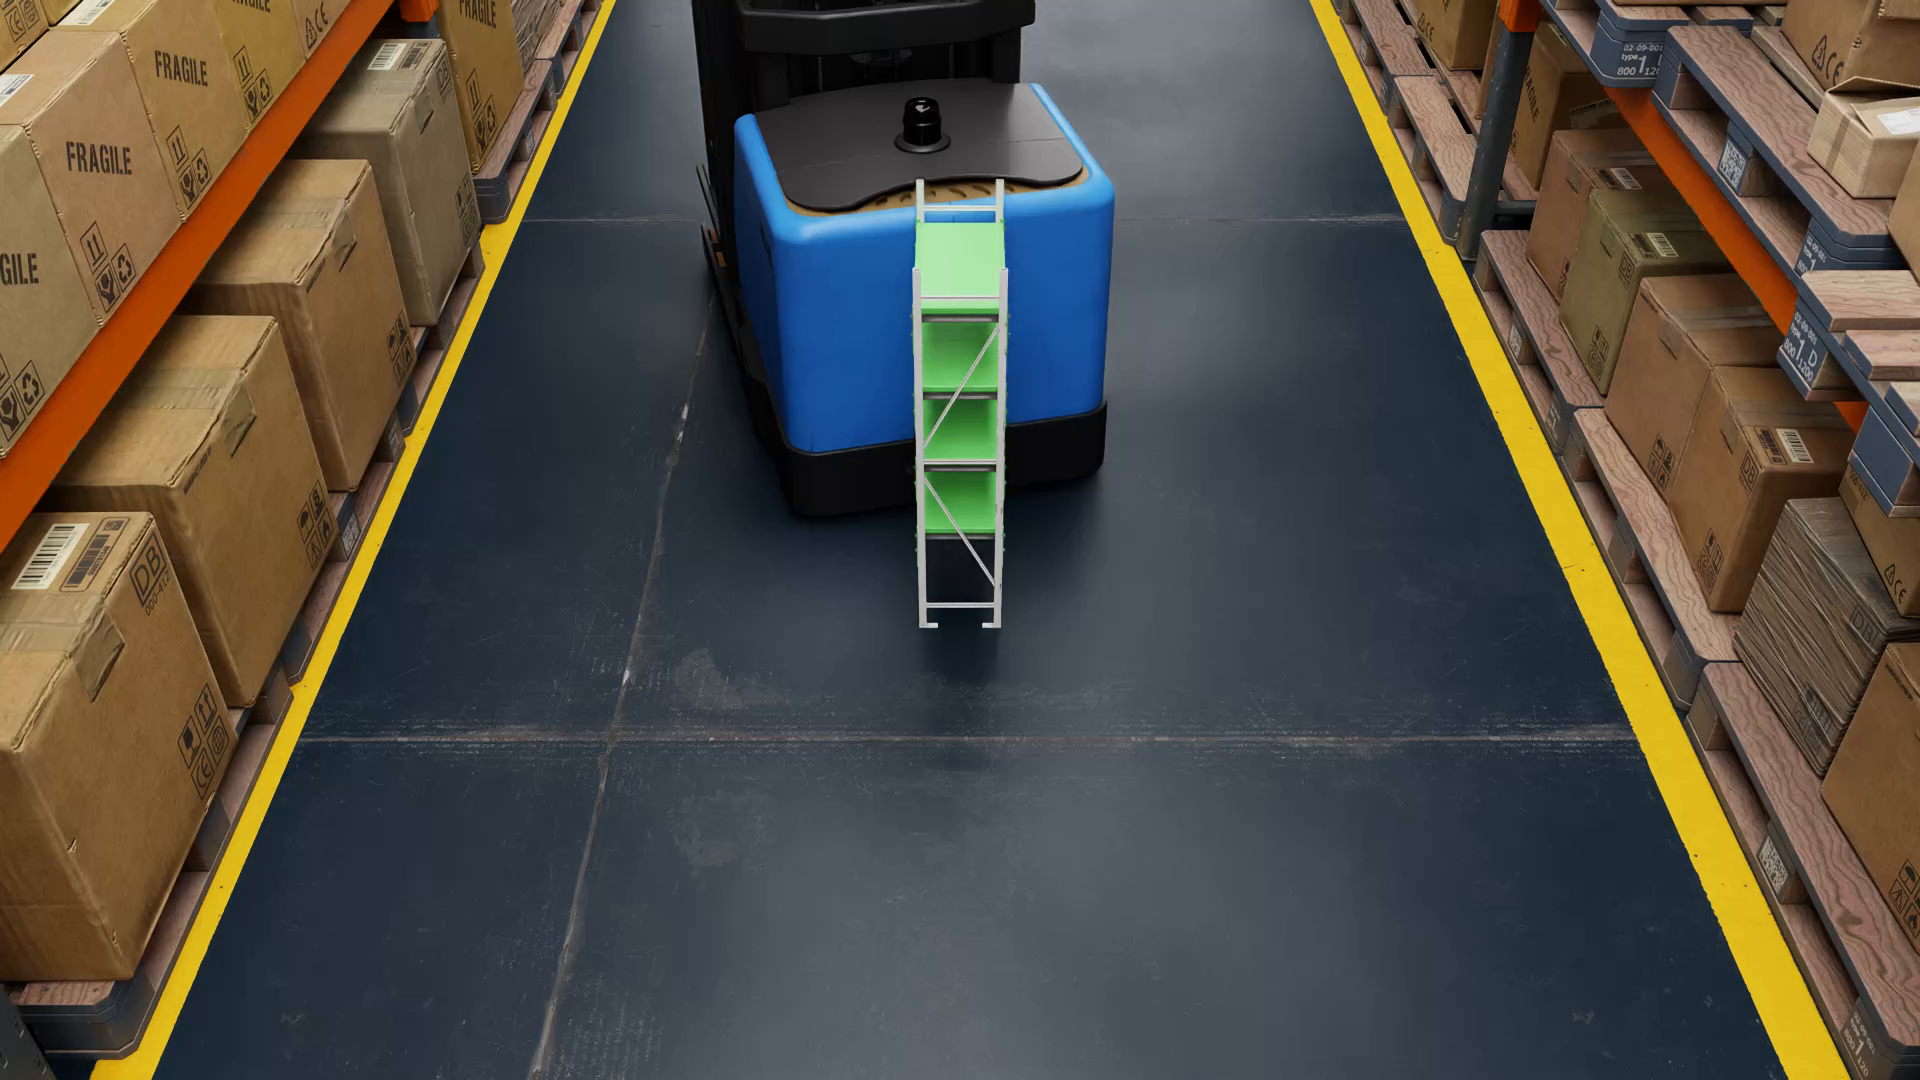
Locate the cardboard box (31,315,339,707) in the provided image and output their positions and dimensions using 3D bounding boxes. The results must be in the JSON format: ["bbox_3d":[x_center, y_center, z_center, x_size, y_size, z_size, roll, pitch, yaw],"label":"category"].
[{"bbox_3d":[-2.369,-0.086,4.422,1.050,0.750,0.750,1,39,1],"label":"cardboard box"}]

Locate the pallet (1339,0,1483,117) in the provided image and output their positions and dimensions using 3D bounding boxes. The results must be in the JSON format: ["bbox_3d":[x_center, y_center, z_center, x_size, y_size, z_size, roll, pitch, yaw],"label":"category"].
[{"bbox_3d":[2.461,-2.411,8.090,1.003,0.211,1.213,0,39,0],"label":"pallet"}]

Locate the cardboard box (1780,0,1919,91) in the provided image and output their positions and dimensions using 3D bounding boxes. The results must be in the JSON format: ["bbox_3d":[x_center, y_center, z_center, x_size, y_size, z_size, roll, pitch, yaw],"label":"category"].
[{"bbox_3d":[2.596,-1.434,4.223,0.797,0.503,0.637,4,39,5],"label":"cardboard box"}]

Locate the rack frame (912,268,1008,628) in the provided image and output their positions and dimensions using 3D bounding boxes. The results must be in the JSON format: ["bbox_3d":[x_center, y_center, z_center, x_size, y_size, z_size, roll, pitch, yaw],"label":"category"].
[{"bbox_3d":[0.000,-0.212,4.555,0.240,1.200,0.015,0,39,0],"label":"rack frame"}]

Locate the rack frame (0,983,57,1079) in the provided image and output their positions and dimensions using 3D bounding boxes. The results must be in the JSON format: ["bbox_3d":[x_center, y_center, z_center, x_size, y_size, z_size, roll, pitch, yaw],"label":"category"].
[{"bbox_3d":[-2.451,0.128,2.692,0.949,2.616,0.053,0,39,0],"label":"rack frame"}]

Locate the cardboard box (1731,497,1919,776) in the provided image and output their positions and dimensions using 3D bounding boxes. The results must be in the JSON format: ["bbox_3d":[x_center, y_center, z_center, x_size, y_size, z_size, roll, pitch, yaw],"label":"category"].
[{"bbox_3d":[2.472,0.225,4.217,0.700,0.500,0.500,-3,39,-4],"label":"cardboard box"}]

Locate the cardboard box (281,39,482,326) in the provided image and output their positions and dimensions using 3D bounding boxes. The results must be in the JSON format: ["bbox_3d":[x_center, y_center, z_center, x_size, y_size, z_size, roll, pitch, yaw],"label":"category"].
[{"bbox_3d":[-2.368,-1.272,5.901,1.050,0.750,0.750,0,39,0],"label":"cardboard box"}]

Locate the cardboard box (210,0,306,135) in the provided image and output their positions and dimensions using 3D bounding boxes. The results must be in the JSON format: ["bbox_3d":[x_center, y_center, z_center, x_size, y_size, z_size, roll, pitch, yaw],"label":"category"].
[{"bbox_3d":[-2.190,-1.455,4.587,0.500,0.500,0.500,0,39,0],"label":"cardboard box"}]

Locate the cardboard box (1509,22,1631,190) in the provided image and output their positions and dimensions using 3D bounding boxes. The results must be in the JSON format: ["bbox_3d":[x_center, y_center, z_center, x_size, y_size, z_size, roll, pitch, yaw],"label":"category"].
[{"bbox_3d":[2.541,-1.753,6.702,0.500,0.500,0.500,-1,39,-1],"label":"cardboard box"}]

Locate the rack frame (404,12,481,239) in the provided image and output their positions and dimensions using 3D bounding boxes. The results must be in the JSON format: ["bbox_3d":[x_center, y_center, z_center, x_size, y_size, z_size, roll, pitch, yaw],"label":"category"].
[{"bbox_3d":[-2.459,-2.374,5.813,1.000,3.000,0.127,0,39,0],"label":"rack frame"}]

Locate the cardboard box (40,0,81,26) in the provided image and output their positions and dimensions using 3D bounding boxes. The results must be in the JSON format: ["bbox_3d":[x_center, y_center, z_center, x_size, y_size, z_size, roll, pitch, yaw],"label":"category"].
[{"bbox_3d":[-2.450,-1.539,3.892,0.700,0.500,0.500,0,39,0],"label":"cardboard box"}]

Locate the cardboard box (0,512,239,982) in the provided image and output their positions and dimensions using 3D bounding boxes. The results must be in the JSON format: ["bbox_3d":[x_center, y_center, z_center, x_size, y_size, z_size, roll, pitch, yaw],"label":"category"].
[{"bbox_3d":[-2.365,0.461,3.740,1.050,0.750,0.750,-1,39,-1],"label":"cardboard box"}]

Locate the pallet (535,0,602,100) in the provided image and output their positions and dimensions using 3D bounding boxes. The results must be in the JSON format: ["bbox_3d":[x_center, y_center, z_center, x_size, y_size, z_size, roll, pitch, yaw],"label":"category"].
[{"bbox_3d":[-2.386,-2.526,8.233,1.003,0.211,1.213,0,39,0],"label":"pallet"}]

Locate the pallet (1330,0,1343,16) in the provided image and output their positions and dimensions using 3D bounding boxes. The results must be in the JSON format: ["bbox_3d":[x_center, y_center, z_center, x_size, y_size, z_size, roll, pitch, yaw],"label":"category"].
[{"bbox_3d":[2.462,-3.172,9.039,1.003,0.211,1.213,0,39,0],"label":"pallet"}]

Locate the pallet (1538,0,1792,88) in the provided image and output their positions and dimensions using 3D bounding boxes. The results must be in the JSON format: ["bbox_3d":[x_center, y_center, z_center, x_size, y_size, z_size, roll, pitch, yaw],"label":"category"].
[{"bbox_3d":[2.357,-1.761,5.202,1.003,0.211,1.213,0,39,0],"label":"pallet"}]

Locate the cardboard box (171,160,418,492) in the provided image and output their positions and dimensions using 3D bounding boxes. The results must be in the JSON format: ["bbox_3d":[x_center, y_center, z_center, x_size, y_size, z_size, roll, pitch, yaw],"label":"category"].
[{"bbox_3d":[-2.371,-0.668,5.149,1.050,0.750,0.750,0,39,0],"label":"cardboard box"}]

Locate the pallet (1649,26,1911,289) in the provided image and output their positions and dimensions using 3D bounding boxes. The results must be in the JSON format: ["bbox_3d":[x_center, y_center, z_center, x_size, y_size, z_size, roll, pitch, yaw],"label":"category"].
[{"bbox_3d":[2.463,-0.976,4.222,1.003,0.211,1.213,0,39,0],"label":"pallet"}]

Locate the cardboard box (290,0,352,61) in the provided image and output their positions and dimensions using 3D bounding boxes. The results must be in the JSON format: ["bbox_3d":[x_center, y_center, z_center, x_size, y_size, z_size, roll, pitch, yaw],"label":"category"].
[{"bbox_3d":[-2.190,-1.771,4.981,0.500,0.500,0.500,0,39,-1],"label":"cardboard box"}]

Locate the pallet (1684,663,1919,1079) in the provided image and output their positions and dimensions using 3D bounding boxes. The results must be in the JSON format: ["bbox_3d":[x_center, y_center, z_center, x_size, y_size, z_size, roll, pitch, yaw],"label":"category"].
[{"bbox_3d":[2.506,0.787,4.099,1.003,0.211,1.213,0,39,0],"label":"pallet"}]

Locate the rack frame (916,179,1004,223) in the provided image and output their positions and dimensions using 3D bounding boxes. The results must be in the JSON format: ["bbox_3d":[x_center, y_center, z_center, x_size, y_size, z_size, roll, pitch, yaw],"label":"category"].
[{"bbox_3d":[0.000,-0.517,4.936,0.240,1.200,0.015,0,39,0],"label":"rack frame"}]

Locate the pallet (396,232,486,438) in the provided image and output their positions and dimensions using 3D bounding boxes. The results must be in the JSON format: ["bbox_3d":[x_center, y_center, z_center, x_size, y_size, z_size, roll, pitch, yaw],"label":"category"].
[{"bbox_3d":[-2.383,-0.803,6.083,1.003,0.211,1.213,0,39,0],"label":"pallet"}]

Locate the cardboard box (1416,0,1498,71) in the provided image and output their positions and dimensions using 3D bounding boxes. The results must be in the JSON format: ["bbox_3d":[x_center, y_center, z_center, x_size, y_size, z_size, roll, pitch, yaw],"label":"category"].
[{"bbox_3d":[2.453,-2.499,7.633,0.500,0.500,0.500,-3,39,-4],"label":"cardboard box"}]

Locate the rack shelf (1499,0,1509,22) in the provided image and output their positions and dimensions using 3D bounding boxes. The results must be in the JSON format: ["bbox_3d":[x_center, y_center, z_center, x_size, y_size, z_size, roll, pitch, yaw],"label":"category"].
[{"bbox_3d":[2.499,-3.284,7.525,1.077,0.370,4.000,0,39,0],"label":"rack shelf"}]

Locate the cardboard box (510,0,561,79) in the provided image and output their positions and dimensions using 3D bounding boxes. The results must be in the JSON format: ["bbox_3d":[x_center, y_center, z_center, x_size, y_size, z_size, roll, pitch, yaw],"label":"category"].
[{"bbox_3d":[-2.394,-2.666,7.541,0.875,0.875,0.875,0,39,0],"label":"cardboard box"}]

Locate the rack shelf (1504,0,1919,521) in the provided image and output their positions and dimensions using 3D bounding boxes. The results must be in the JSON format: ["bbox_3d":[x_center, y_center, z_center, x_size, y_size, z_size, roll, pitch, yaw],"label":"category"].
[{"bbox_3d":[2.504,-0.783,4.403,1.077,0.370,4.000,0,39,0],"label":"rack shelf"}]

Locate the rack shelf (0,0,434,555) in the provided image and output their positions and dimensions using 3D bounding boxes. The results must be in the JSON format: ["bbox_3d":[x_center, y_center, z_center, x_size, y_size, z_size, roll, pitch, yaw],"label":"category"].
[{"bbox_3d":[-2.456,-0.842,4.478,1.077,0.370,4.000,0,39,0],"label":"rack shelf"}]

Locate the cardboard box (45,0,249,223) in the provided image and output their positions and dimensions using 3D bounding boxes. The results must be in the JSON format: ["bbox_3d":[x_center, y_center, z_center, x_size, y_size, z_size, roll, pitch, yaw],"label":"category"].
[{"bbox_3d":[-2.187,-1.137,4.190,0.500,0.500,0.500,0,39,-1],"label":"cardboard box"}]

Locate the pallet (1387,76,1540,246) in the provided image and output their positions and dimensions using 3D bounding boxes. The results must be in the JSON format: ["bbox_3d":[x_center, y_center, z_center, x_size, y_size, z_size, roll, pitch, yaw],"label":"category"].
[{"bbox_3d":[2.465,-1.646,7.135,1.003,0.211,1.213,0,39,0],"label":"pallet"}]

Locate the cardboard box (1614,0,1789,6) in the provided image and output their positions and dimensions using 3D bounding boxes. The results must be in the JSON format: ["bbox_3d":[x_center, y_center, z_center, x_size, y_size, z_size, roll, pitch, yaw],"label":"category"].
[{"bbox_3d":[2.362,-2.215,4.800,1.000,1.000,1.000,0,39,0],"label":"cardboard box"}]

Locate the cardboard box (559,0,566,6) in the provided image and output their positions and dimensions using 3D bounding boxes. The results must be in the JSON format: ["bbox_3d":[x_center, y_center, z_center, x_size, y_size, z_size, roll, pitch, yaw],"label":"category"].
[{"bbox_3d":[-2.393,-3.236,8.252,0.875,0.875,0.875,-1,39,-1],"label":"cardboard box"}]

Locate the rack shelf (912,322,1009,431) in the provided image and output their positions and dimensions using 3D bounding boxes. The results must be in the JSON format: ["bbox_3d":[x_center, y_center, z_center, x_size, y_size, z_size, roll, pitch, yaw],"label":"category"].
[{"bbox_3d":[0.000,-0.502,4.635,0.258,0.148,0.480,0,39,0],"label":"rack shelf"}]

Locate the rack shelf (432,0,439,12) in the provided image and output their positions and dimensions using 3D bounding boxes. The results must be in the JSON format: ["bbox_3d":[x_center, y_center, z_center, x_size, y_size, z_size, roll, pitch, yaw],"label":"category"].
[{"bbox_3d":[-2.461,-3.344,7.599,1.077,0.370,4.000,0,39,0],"label":"rack shelf"}]

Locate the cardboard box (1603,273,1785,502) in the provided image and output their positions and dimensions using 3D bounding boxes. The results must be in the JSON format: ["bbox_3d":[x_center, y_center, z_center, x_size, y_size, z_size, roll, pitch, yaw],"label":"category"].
[{"bbox_3d":[2.463,-0.478,5.095,0.700,0.500,0.500,-3,39,-4],"label":"cardboard box"}]

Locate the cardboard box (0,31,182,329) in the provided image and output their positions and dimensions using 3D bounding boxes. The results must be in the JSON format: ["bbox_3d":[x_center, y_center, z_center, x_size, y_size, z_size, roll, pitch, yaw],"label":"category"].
[{"bbox_3d":[-2.188,-0.826,3.802,0.500,0.500,0.500,0,39,0],"label":"cardboard box"}]

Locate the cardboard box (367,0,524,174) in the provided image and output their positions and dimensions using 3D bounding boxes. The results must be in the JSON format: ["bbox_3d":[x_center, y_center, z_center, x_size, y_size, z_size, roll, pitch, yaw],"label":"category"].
[{"bbox_3d":[-2.390,-2.102,6.837,0.875,0.875,0.875,1,39,1],"label":"cardboard box"}]

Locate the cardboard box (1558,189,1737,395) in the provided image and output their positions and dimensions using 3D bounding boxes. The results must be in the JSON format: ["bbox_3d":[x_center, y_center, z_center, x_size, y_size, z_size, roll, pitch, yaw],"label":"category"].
[{"bbox_3d":[2.462,-0.828,5.532,0.700,0.500,0.500,0,39,0],"label":"cardboard box"}]

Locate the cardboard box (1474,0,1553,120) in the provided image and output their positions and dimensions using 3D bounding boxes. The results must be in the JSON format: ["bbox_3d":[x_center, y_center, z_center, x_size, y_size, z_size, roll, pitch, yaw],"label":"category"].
[{"bbox_3d":[2.533,-2.111,7.149,0.500,0.500,0.500,12,40,14],"label":"cardboard box"}]

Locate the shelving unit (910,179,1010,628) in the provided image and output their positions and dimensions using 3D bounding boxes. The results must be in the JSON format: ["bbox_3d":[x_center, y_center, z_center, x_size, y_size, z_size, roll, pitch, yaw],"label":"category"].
[{"bbox_3d":[0.000,-0.365,4.746,0.258,1.200,0.503,0,39,0],"label":"shelving unit"}]

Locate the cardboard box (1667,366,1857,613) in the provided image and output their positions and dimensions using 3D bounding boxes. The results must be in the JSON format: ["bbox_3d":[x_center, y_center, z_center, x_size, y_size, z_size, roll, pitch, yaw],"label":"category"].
[{"bbox_3d":[2.464,-0.129,4.660,0.700,0.500,0.500,3,39,4],"label":"cardboard box"}]

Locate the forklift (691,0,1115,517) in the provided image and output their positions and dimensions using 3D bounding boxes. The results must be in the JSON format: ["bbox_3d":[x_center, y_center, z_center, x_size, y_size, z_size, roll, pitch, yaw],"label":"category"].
[{"bbox_3d":[-0.393,-2.144,5.582,1.130,2.935,3.031,-9,40,-11],"label":"forklift"}]

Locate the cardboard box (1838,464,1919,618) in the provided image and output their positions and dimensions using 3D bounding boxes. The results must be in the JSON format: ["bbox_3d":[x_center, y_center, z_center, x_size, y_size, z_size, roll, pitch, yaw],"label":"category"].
[{"bbox_3d":[2.464,-0.052,3.964,0.500,0.250,0.500,4,39,5],"label":"cardboard box"}]

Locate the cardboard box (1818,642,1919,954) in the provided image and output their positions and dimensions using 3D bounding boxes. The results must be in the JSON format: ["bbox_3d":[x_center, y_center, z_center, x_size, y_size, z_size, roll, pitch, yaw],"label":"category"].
[{"bbox_3d":[2.485,0.572,3.785,0.700,0.500,0.500,-2,39,-2],"label":"cardboard box"}]

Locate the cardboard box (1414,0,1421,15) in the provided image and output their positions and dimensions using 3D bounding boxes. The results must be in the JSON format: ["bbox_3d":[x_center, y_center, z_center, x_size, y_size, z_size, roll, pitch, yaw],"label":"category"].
[{"bbox_3d":[2.497,-2.848,8.069,0.500,0.500,0.500,3,39,4],"label":"cardboard box"}]

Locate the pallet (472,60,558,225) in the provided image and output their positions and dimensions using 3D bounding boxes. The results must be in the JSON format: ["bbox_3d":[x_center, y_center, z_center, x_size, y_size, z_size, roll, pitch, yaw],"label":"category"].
[{"bbox_3d":[-2.381,-1.761,7.279,1.003,0.211,1.213,0,39,0],"label":"pallet"}]

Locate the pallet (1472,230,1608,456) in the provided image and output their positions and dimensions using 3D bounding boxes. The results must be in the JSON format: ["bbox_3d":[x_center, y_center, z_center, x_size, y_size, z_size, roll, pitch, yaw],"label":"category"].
[{"bbox_3d":[2.504,-0.739,6.004,1.003,0.211,1.213,0,39,0],"label":"pallet"}]

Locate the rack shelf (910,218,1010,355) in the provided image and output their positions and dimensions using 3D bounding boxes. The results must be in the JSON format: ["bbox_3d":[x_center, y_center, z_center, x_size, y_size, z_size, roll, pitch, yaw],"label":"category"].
[{"bbox_3d":[0.000,-0.689,4.485,0.258,0.148,0.480,0,39,0],"label":"rack shelf"}]

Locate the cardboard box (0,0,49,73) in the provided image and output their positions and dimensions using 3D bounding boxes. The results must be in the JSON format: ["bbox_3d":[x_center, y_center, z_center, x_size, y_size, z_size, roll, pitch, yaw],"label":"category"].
[{"bbox_3d":[-2.449,-1.219,3.493,0.700,0.500,0.500,-1,39,-1],"label":"cardboard box"}]

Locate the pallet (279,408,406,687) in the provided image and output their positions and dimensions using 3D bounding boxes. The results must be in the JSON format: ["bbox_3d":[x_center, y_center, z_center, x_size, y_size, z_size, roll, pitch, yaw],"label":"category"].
[{"bbox_3d":[-2.378,-0.038,5.129,1.003,0.211,1.213,0,39,0],"label":"pallet"}]

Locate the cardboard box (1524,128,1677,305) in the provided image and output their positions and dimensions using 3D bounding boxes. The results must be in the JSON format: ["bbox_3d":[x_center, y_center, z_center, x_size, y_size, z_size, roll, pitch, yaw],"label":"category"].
[{"bbox_3d":[2.481,-1.126,5.904,0.700,0.500,0.500,-3,39,-4],"label":"cardboard box"}]

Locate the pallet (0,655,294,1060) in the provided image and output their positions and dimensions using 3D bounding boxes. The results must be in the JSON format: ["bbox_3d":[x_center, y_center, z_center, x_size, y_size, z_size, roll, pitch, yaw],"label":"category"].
[{"bbox_3d":[-2.380,0.723,4.179,1.003,0.211,1.213,0,39,0],"label":"pallet"}]

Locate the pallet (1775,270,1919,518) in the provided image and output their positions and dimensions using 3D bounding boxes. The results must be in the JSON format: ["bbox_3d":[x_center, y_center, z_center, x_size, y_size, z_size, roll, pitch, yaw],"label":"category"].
[{"bbox_3d":[2.399,-0.183,3.234,1.213,0.211,1.003,0,39,0],"label":"pallet"}]

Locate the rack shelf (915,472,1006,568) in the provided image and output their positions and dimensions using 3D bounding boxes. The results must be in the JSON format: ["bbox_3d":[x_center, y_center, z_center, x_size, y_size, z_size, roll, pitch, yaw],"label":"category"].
[{"bbox_3d":[0.000,-0.128,4.936,0.258,0.148,0.480,0,39,0],"label":"rack shelf"}]

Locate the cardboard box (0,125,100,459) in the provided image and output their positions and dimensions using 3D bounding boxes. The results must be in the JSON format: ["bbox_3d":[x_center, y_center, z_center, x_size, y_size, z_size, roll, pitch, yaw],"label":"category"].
[{"bbox_3d":[-2.188,-0.510,3.408,0.500,0.500,0.500,0,39,0],"label":"cardboard box"}]

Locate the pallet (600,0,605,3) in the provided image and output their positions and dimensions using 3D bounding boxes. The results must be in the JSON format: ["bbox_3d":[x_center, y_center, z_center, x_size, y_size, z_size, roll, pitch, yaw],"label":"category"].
[{"bbox_3d":[-2.384,-3.287,9.183,1.003,0.211,1.213,0,39,0],"label":"pallet"}]

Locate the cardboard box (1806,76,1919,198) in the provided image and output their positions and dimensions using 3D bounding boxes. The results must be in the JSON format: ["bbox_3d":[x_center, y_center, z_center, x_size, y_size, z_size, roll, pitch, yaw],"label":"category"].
[{"bbox_3d":[2.234,-0.967,3.829,0.396,0.266,0.258,-1,39,-1],"label":"cardboard box"}]

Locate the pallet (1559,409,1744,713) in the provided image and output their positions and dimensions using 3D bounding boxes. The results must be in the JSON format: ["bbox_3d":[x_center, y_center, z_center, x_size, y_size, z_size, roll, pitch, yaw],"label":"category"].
[{"bbox_3d":[2.508,0.026,5.049,1.003,0.211,1.213,0,39,0],"label":"pallet"}]

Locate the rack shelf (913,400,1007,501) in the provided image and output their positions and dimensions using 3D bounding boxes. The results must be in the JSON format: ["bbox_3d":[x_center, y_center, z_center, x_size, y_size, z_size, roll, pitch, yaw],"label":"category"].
[{"bbox_3d":[0.000,-0.315,4.786,0.258,0.148,0.480,0,39,0],"label":"rack shelf"}]

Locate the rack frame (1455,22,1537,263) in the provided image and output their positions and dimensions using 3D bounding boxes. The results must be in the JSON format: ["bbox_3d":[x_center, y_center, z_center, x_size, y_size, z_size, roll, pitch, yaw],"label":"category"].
[{"bbox_3d":[2.501,-2.314,5.739,1.000,3.000,0.127,0,39,0],"label":"rack frame"}]

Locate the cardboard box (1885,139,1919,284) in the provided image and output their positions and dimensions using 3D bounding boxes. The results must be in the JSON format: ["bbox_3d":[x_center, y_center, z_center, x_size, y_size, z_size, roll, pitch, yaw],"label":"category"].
[{"bbox_3d":[2.365,-0.702,3.312,0.700,0.500,0.500,5,39,7],"label":"cardboard box"}]
